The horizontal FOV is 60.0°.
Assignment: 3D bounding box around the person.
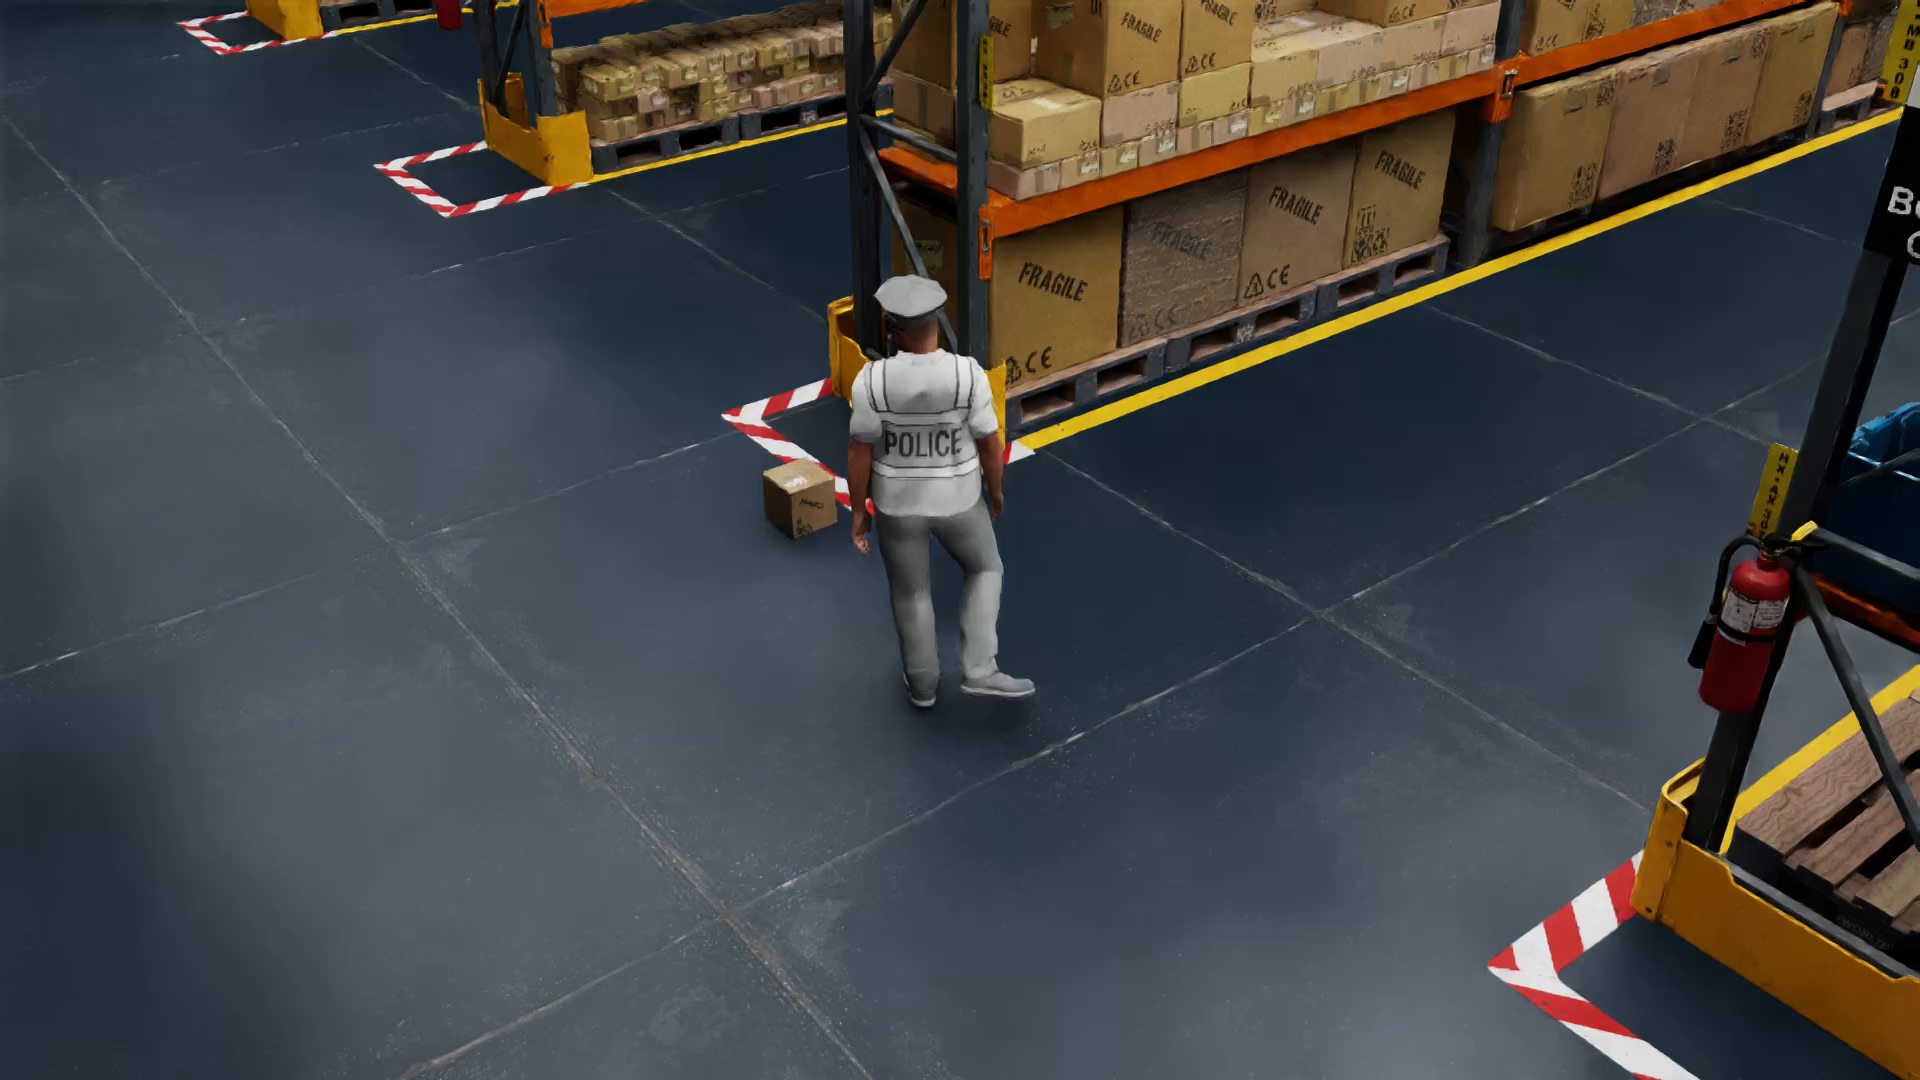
[{"bbox_3d":[-0.062,-0.137,6.322,0.721,1.739,0.498,0,32,-1],"label":"person"}]
